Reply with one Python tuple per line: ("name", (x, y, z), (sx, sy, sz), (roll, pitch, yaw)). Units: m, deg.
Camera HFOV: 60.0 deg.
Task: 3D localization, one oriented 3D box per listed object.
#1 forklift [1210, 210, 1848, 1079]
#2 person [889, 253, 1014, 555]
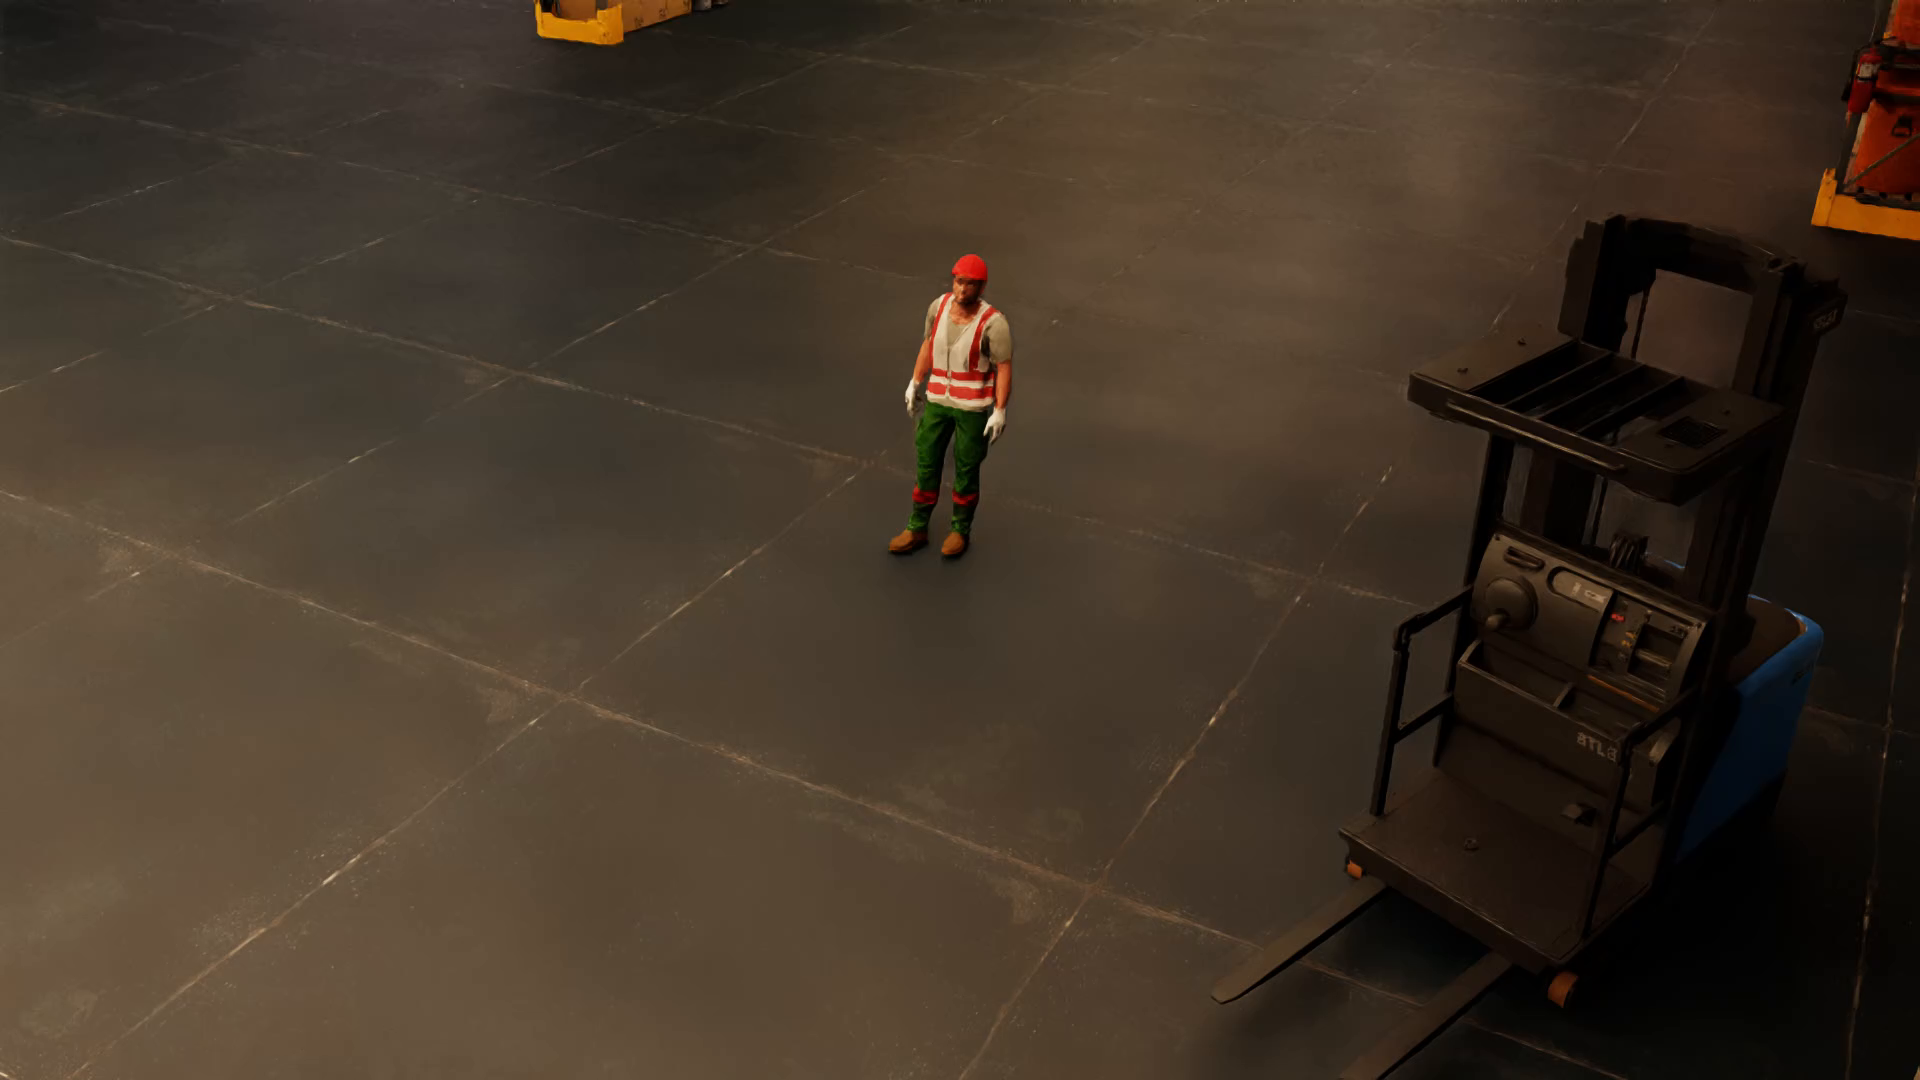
("forklift", (2.335, 0.326, 6.506), (3.031, 2.935, 1.130), (-24, 37, -35))
("person", (-0.049, -0.748, 9.496), (0.637, 1.787, 0.563), (15, 33, 25))
